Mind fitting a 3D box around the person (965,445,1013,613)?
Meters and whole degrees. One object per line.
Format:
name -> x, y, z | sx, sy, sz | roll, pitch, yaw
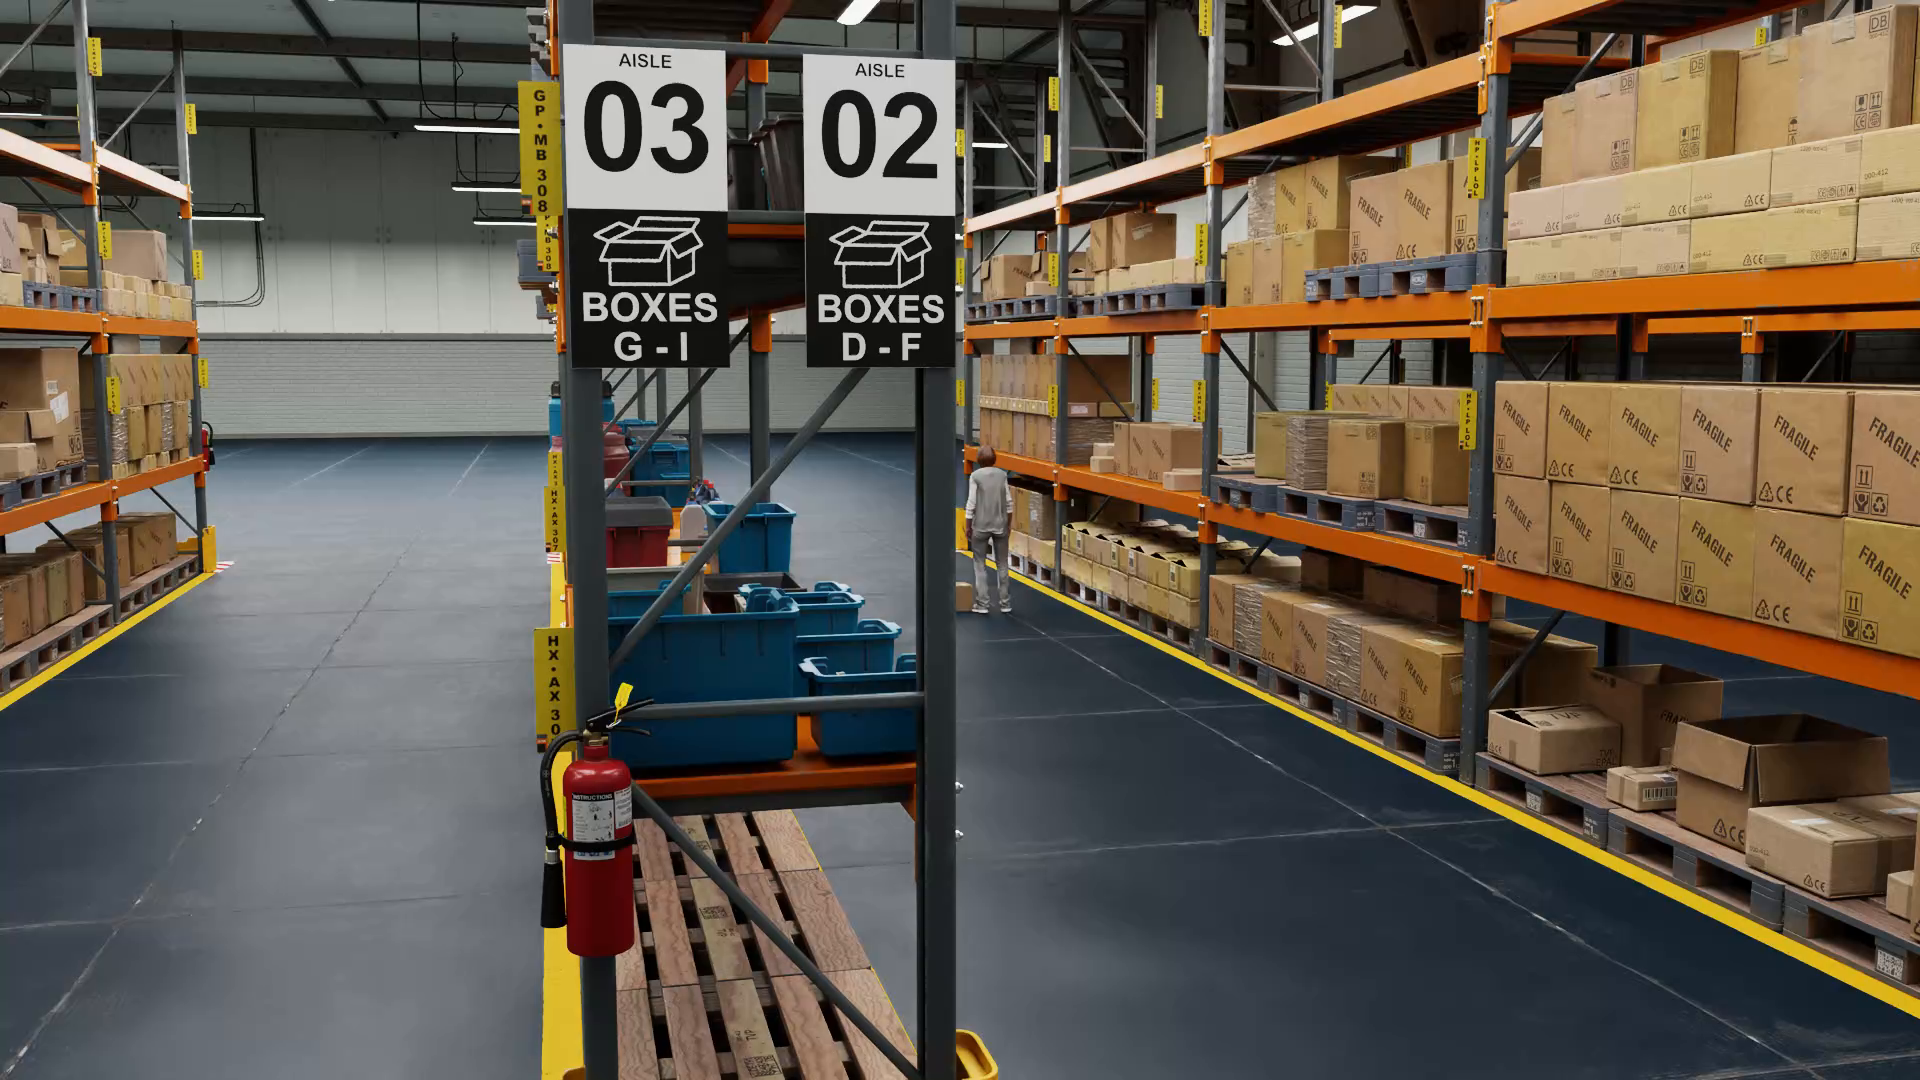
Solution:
person -> 0.282, -0.101, 15.782 | 0.481, 1.593, 0.343 | -2, 7, -15
